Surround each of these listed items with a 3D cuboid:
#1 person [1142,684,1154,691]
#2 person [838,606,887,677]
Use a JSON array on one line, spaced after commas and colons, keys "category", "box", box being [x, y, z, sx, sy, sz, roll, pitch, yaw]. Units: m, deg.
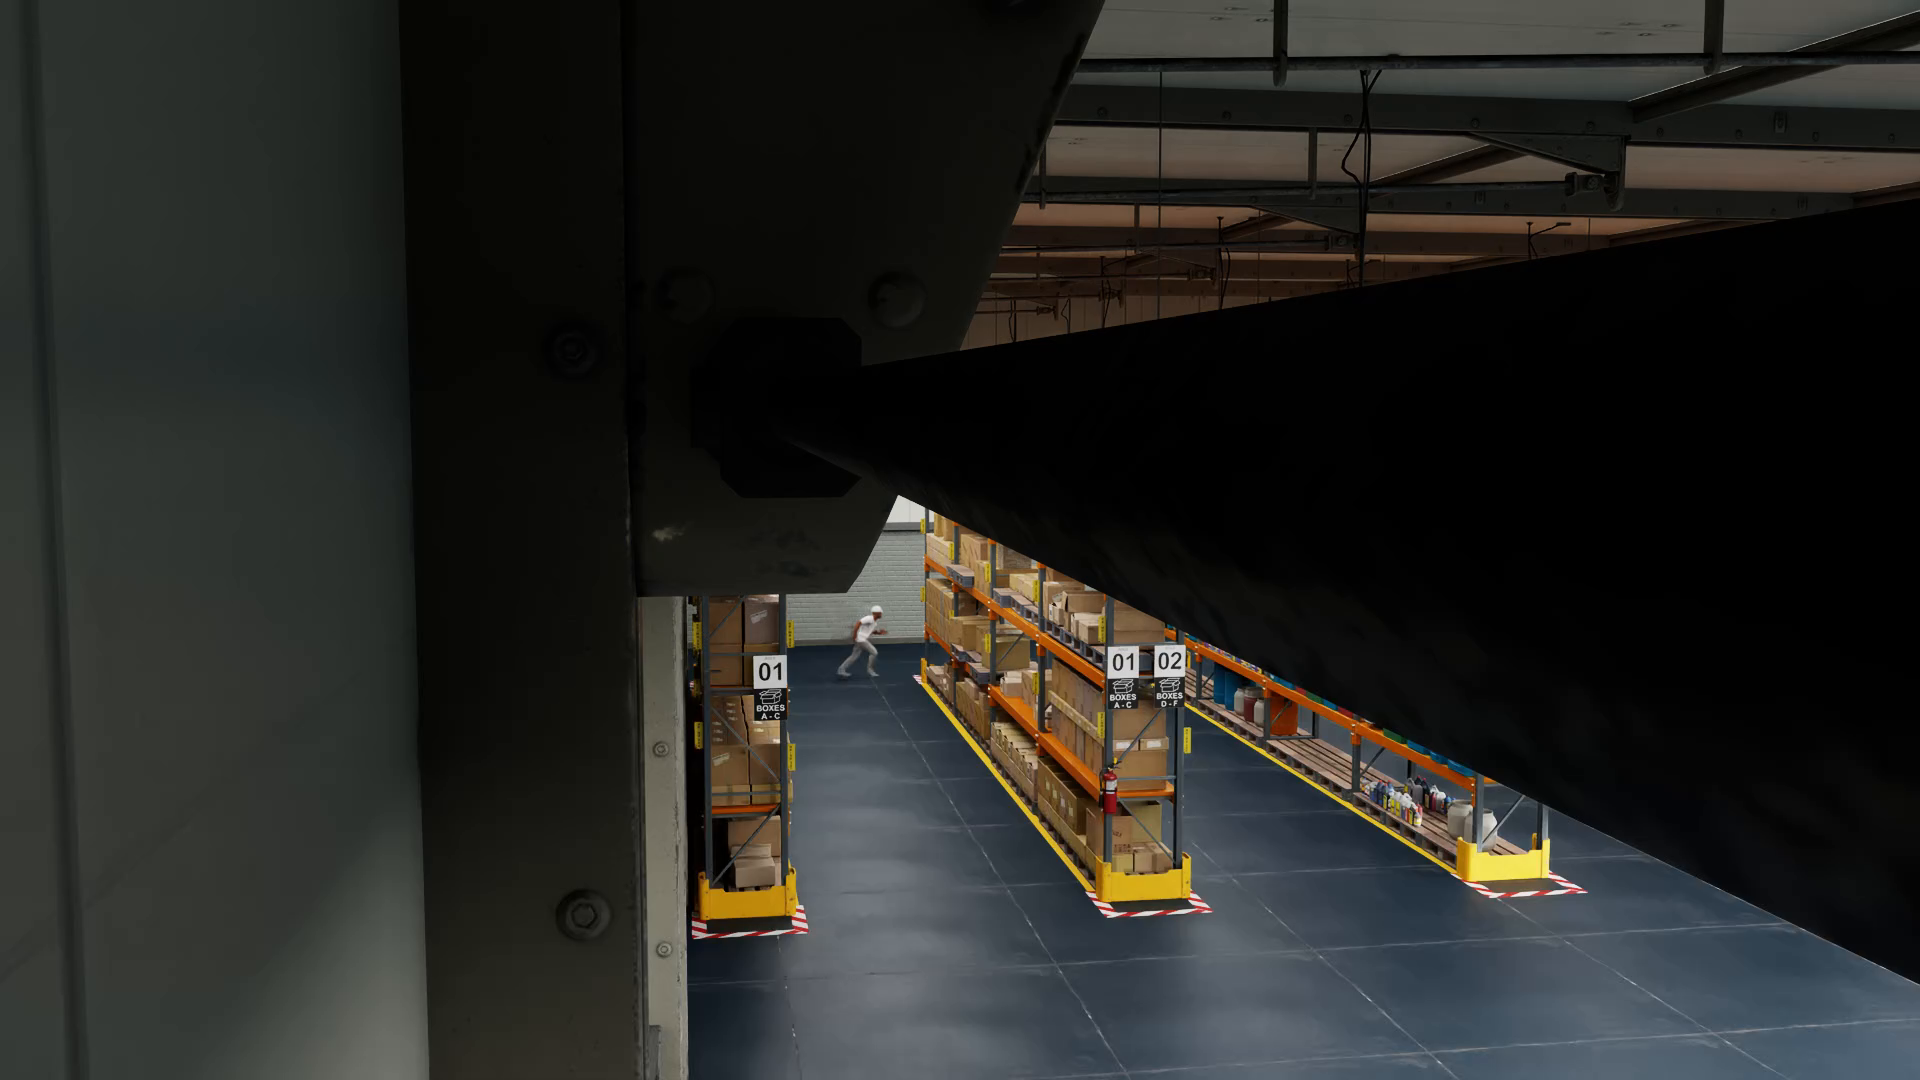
[{"category": "person", "box": [3.339, 2.870, 30.854, 0.598, 1.505, 0.988, 1, 5, 6]}, {"category": "person", "box": [-2.172, 2.258, 36.993, 1.107, 1.586, 0.732, 0, 5, -1]}]
